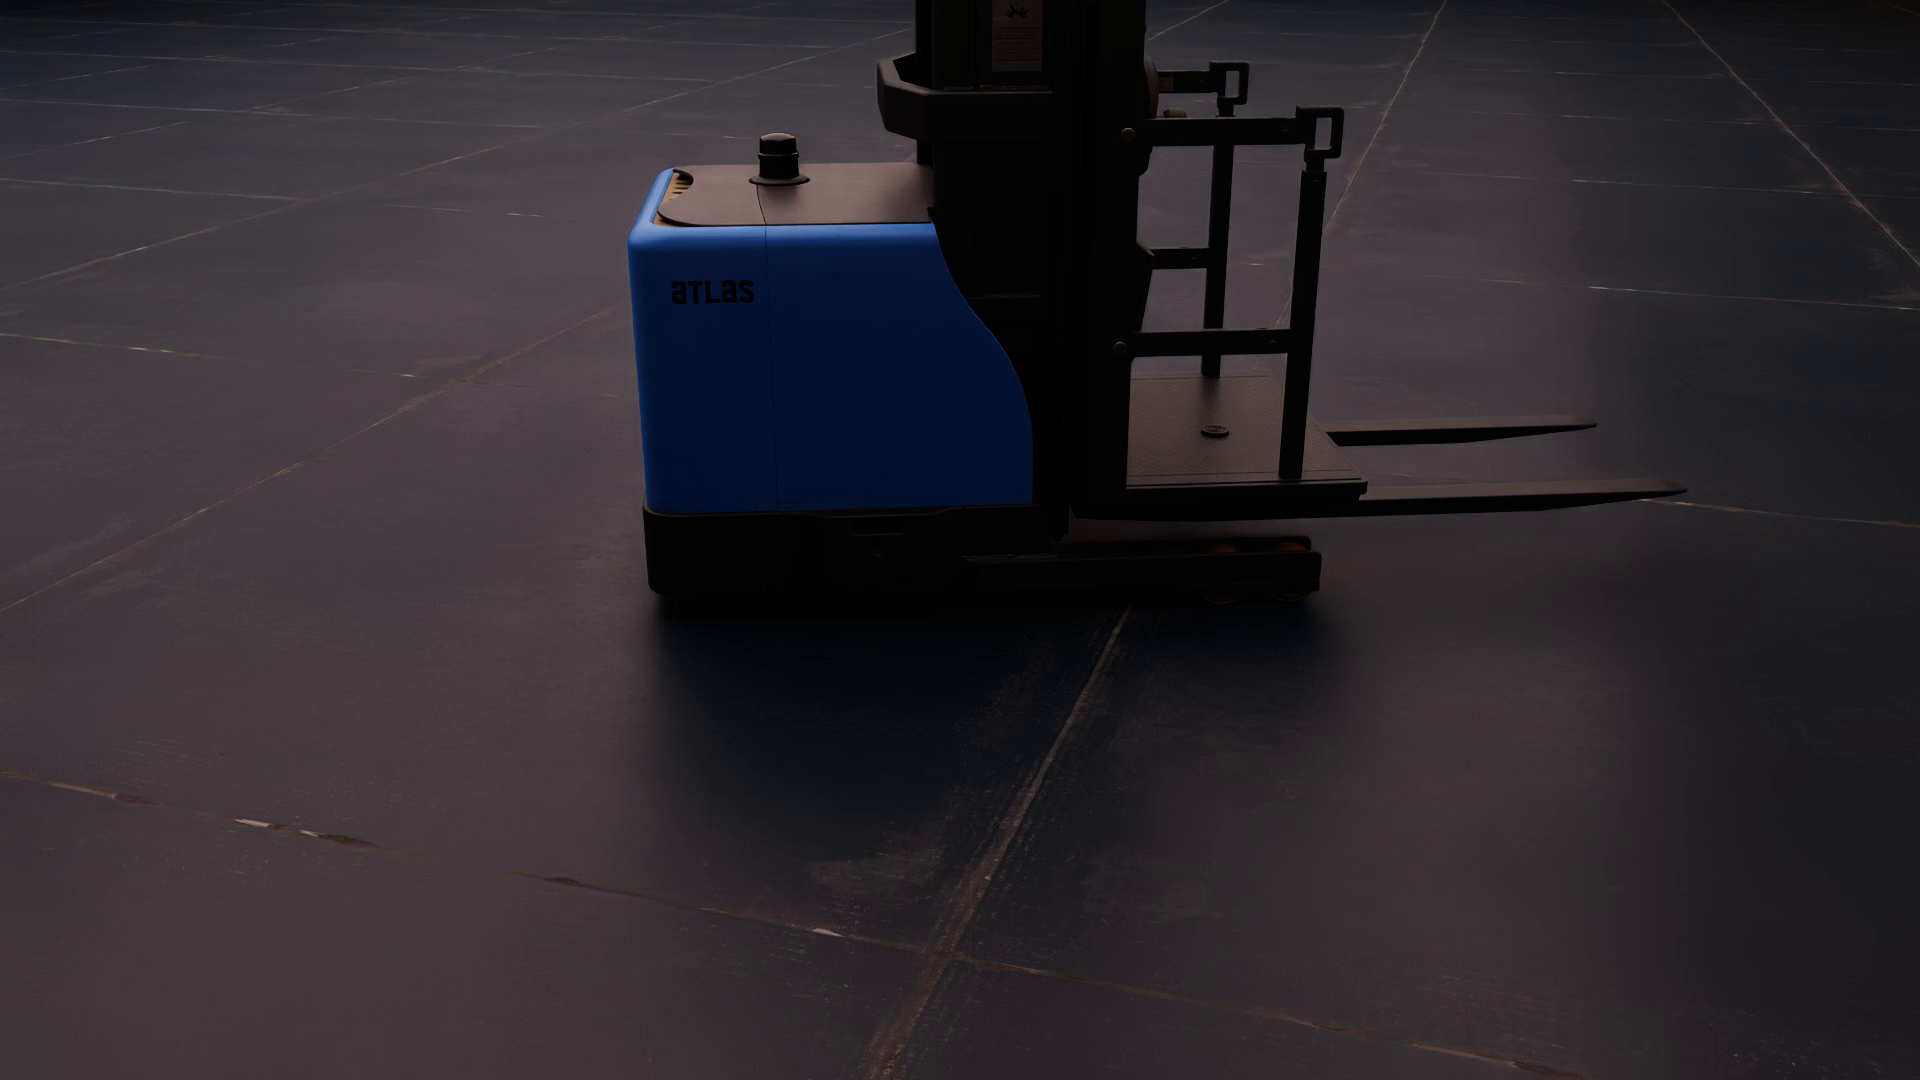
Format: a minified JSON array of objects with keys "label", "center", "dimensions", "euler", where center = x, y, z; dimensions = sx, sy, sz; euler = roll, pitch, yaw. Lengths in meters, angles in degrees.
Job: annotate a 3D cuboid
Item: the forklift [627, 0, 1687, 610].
[{"label":"forklift","center":[0.606,-1.374,4.608],"dimensions":[3.031,2.935,1.130],"euler":[-2,23,-4]}]
